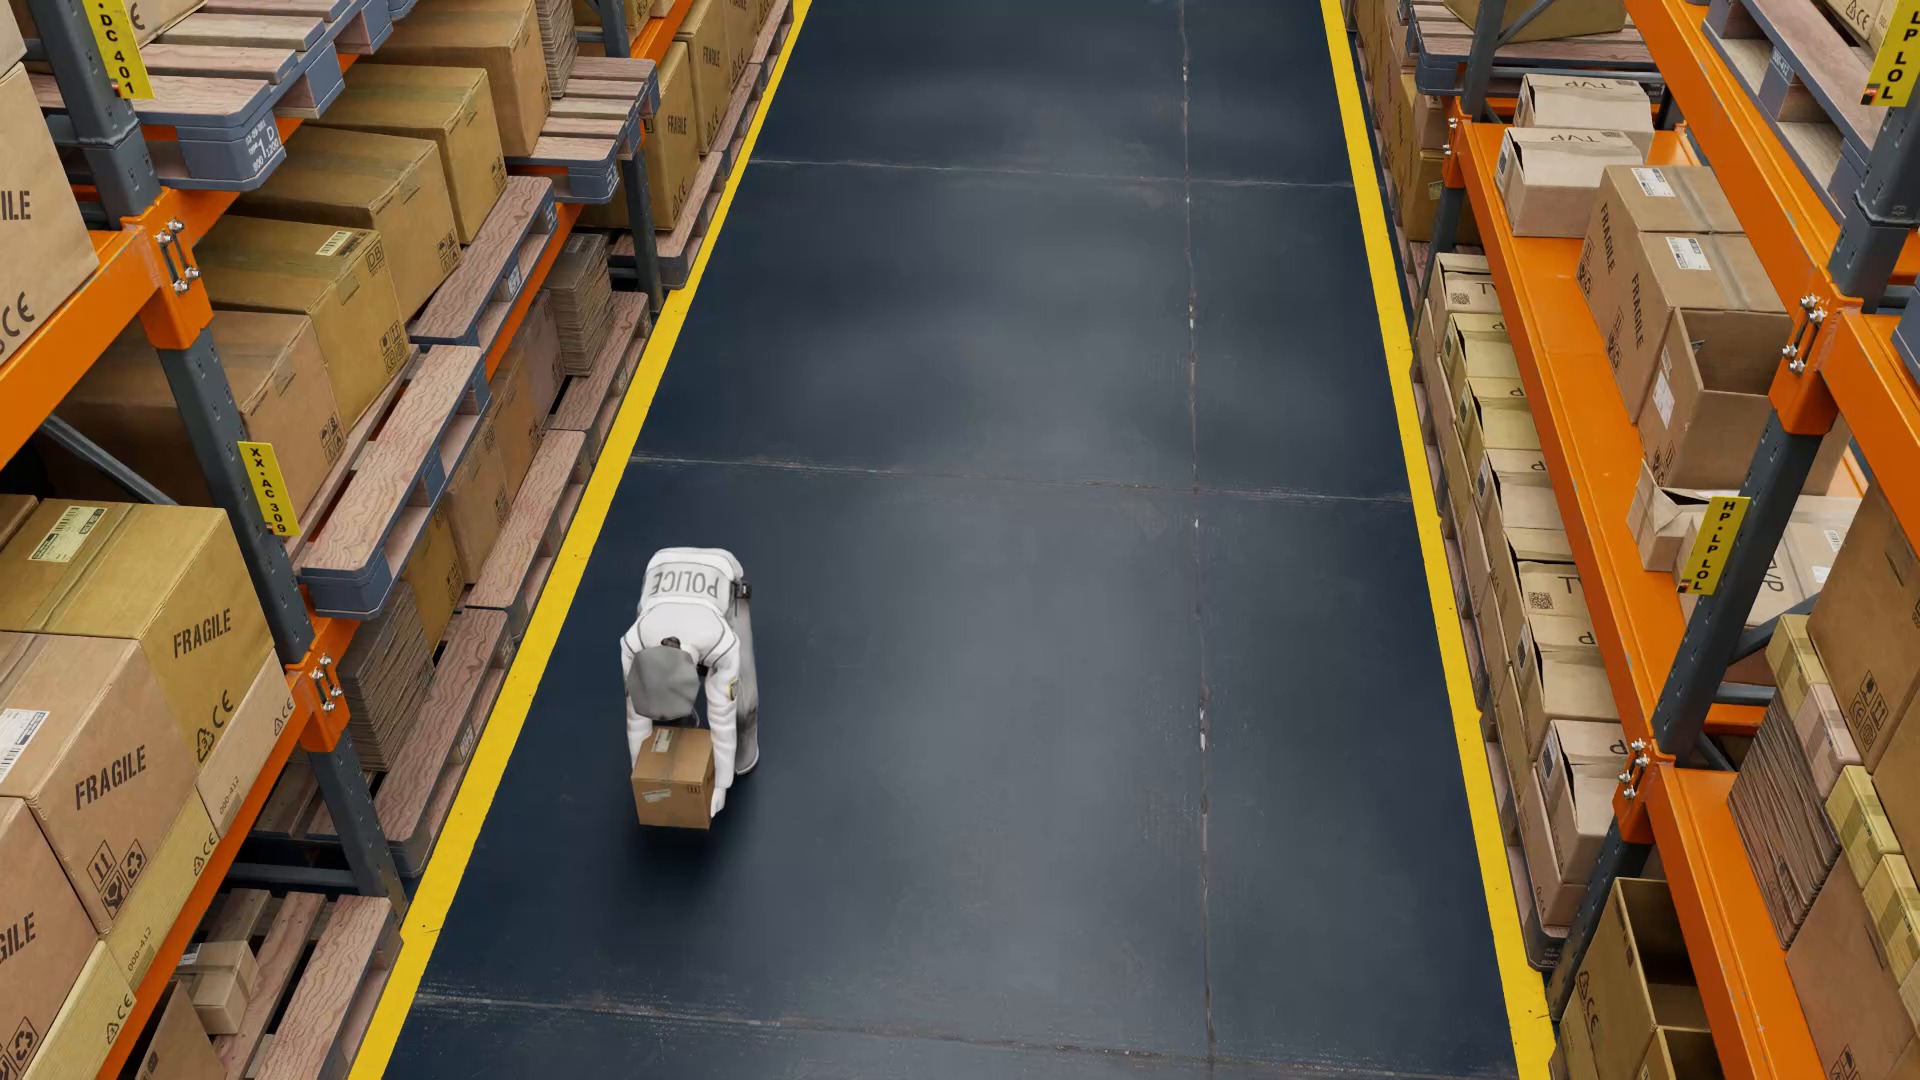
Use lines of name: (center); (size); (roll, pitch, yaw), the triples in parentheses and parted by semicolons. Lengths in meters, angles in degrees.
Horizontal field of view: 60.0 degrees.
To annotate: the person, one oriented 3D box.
person: (-0.974, 0.542, 6.020); (0.463, 1.017, 0.921); (1, 40, 2)
